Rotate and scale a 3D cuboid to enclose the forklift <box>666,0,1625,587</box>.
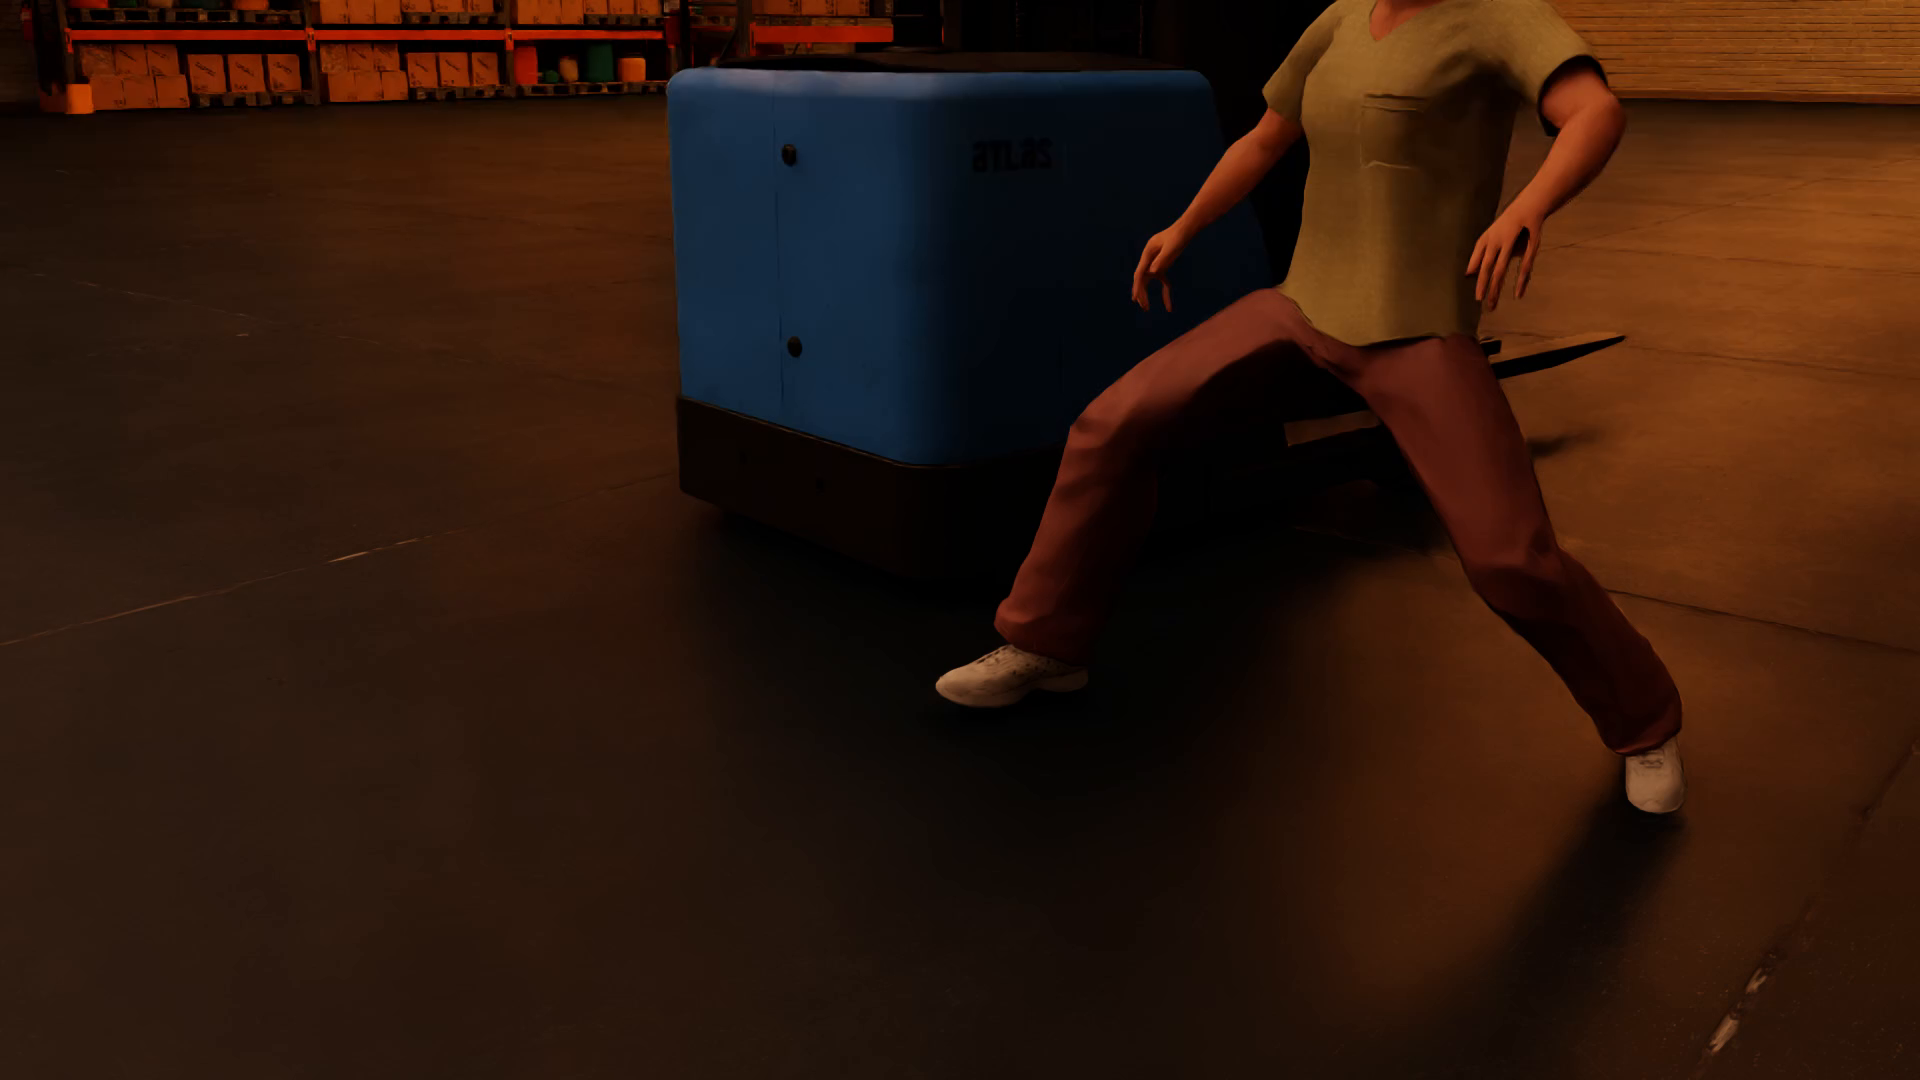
[{"bbox_3d":[0.760,-1.636,4.284,3.031,2.935,1.130,-14,22,-38],"label":"forklift"}]

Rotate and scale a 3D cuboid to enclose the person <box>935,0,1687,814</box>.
[{"bbox_3d":[0.603,-0.356,2.594,0.961,1.516,0.982,-11,20,-33],"label":"person"}]
